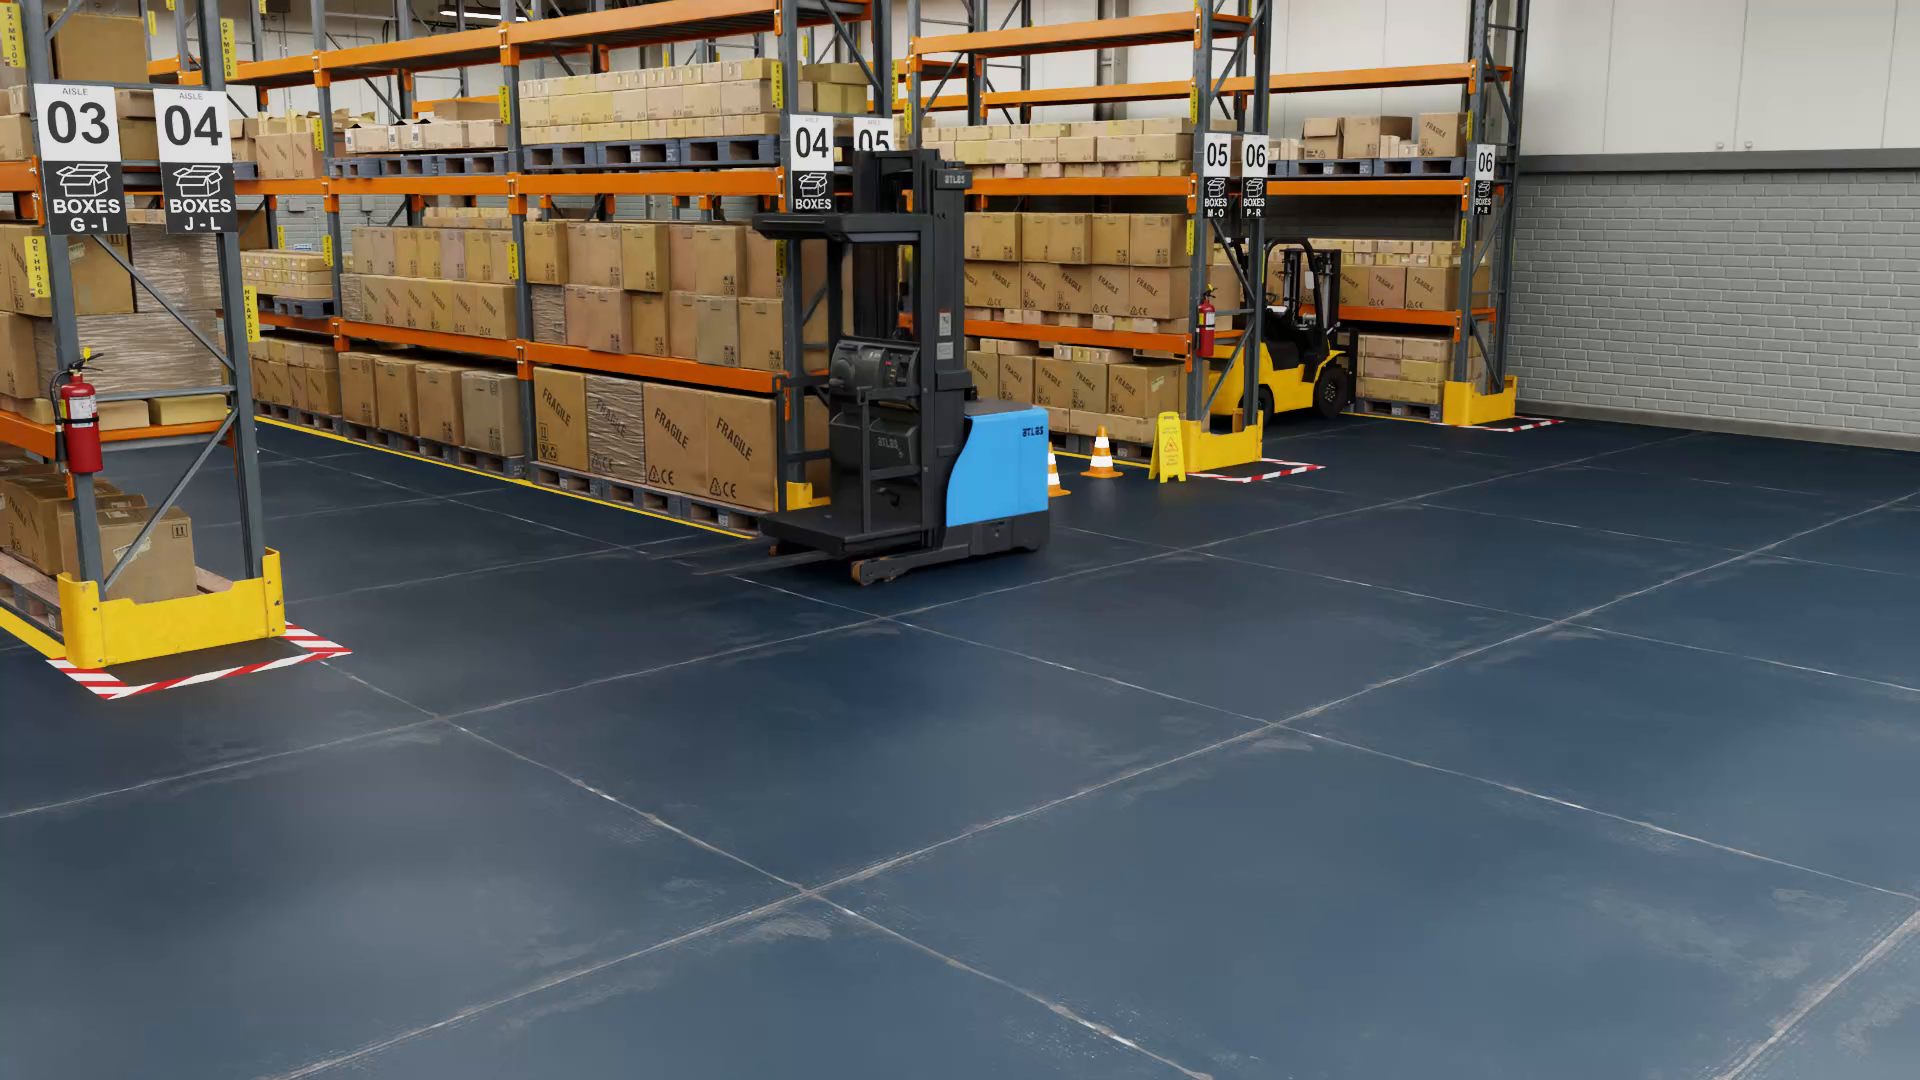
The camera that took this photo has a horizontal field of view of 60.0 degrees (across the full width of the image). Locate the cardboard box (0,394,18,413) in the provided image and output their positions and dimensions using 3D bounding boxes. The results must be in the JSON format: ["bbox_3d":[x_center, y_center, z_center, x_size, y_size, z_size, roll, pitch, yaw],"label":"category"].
[{"bbox_3d":[-5.798,-0.900,10.470,0.380,0.149,0.250,-11,16,-43],"label":"cardboard box"}]

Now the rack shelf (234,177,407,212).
[{"bbox_3d":[-7.826,-4.083,19.645,1.077,0.370,4.000,-11,16,-43],"label":"rack shelf"}]

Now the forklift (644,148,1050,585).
[{"bbox_3d":[-0.768,-1.244,11.687,3.031,2.935,1.130,-10,15,-40],"label":"forklift"}]

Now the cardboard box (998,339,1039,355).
[{"bbox_3d":[0.628,-2.075,17.857,0.380,0.149,0.250,-10,15,-39],"label":"cardboard box"}]

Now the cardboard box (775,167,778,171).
[{"bbox_3d":[-1.860,-4.680,20.504,0.797,0.503,0.637,-11,16,-43],"label":"cardboard box"}]

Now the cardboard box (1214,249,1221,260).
[{"bbox_3d":[3.446,-3.771,21.925,0.380,0.149,0.250,-11,16,-43],"label":"cardboard box"}]

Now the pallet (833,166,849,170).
[{"bbox_3d":[-1.239,-4.428,20.003,1.213,0.211,1.003,-11,16,-43],"label":"pallet"}]

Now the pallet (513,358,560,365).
[{"bbox_3d":[-6.165,-2.719,25.585,1.003,0.211,1.213,-11,16,-43],"label":"pallet"}]

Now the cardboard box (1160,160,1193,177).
[{"bbox_3d":[2.142,-3.571,15.997,0.380,0.149,0.250,-11,16,-42],"label":"cardboard box"}]

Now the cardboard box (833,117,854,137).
[{"bbox_3d":[-0.925,-3.202,12.921,0.380,0.149,0.250,-11,16,-42],"label":"cardboard box"}]

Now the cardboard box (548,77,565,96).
[{"bbox_3d":[-3.325,-3.907,14.368,0.380,0.149,0.250,-11,16,-43],"label":"cardboard box"}]

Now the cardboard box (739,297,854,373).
[{"bbox_3d":[-1.209,-1.628,13.009,0.875,0.550,0.550,-11,16,-43],"label":"cardboard box"}]

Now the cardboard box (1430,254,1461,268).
[{"bbox_3d":[5.736,-3.282,19.552,0.380,0.149,0.250,-11,16,-42],"label":"cardboard box"}]

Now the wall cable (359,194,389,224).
[{"bbox_3d":[-11.352,-6.063,32.389,0.588,1.984,0.122,-11,16,-43],"label":"wall cable"}]

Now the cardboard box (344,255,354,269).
[{"bbox_3d":[-6.811,-3.182,19.028,0.250,0.149,0.380,11,16,44],"label":"cardboard box"}]

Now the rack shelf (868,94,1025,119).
[{"bbox_3d":[-0.728,-6.753,26.163,1.077,0.370,4.000,-11,16,-43],"label":"rack shelf"}]

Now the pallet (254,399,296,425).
[{"bbox_3d":[-7.821,-1.601,20.158,1.003,0.211,1.213,-11,16,-43],"label":"pallet"}]

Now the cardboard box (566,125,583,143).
[{"bbox_3d":[-3.152,-3.480,14.270,0.380,0.149,0.250,-11,16,-43],"label":"cardboard box"}]

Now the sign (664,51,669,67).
[{"bbox_3d":[-5.264,-8.598,29.831,0.100,0.325,0.005,-11,16,-43],"label":"sign"}]

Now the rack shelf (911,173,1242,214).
[{"bbox_3d":[1.209,-3.620,17.398,1.077,0.370,4.000,-11,16,-43],"label":"rack shelf"}]

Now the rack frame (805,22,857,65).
[{"bbox_3d":[-2.109,-7.593,27.466,1.000,3.000,0.127,-11,16,-43],"label":"rack frame"}]

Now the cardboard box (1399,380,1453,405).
[{"bbox_3d":[5.625,-1.787,19.925,0.500,0.250,0.500,-11,16,-42],"label":"cardboard box"}]

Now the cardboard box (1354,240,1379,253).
[{"bbox_3d":[5.007,-3.574,20.234,0.380,0.149,0.250,-10,16,-41],"label":"cardboard box"}]

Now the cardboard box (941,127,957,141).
[{"bbox_3d":[0.010,-4.406,18.079,0.380,0.149,0.250,-10,15,-41],"label":"cardboard box"}]

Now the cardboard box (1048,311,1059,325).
[{"bbox_3d":[1.136,-2.339,17.453,0.380,0.149,0.250,-11,16,-43],"label":"cardboard box"}]

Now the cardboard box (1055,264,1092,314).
[{"bbox_3d":[1.331,-2.594,17.084,0.500,0.500,0.500,-11,16,-43],"label":"cardboard box"}]

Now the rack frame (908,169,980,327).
[{"bbox_3d":[-0.172,-2.795,19.045,1.000,3.000,0.127,-11,16,-43],"label":"rack frame"}]

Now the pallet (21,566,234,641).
[{"bbox_3d":[-5.165,0.401,10.443,1.003,0.211,1.213,-11,16,-43],"label":"pallet"}]

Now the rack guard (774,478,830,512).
[{"bbox_3d":[-0.903,-0.279,13.027,1.175,0.500,0.348,-11,16,-43],"label":"rack guard"}]

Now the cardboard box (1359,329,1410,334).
[{"bbox_3d":[5.298,-2.496,20.887,0.500,0.250,0.500,-11,16,-43],"label":"cardboard box"}]

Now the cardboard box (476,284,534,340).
[{"bbox_3d":[-4.236,-2.178,15.804,0.500,0.500,0.500,-11,16,-43],"label":"cardboard box"}]

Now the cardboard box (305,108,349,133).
[{"bbox_3d":[-6.912,-4.590,18.179,0.396,0.266,0.258,-11,16,-43],"label":"cardboard box"}]

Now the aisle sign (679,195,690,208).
[{"bbox_3d":[-5.131,-6.481,30.493,0.394,0.787,0.004,-11,16,-43],"label":"aisle sign"}]

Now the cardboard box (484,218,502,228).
[{"bbox_3d":[-6.925,-4.680,25.467,0.500,0.500,0.500,-11,16,-42],"label":"cardboard box"}]

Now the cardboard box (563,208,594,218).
[{"bbox_3d":[-5.727,-4.901,24.934,0.380,0.149,0.250,-11,16,-43],"label":"cardboard box"}]

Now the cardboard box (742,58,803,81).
[{"bbox_3d":[-1.398,-3.500,12.390,0.380,0.149,0.250,-11,16,-42],"label":"cardboard box"}]

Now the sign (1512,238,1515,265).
[{"bbox_3d":[6.584,-3.443,19.847,0.100,0.325,0.005,-11,16,-43],"label":"sign"}]

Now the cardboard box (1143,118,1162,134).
[{"bbox_3d":[1.993,-3.999,16.102,0.380,0.149,0.250,-11,16,-42],"label":"cardboard box"}]

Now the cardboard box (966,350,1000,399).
[{"bbox_3d":[0.419,-1.821,18.232,0.500,0.500,0.500,-10,15,-40],"label":"cardboard box"}]

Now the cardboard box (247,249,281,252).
[{"bbox_3d":[-8.788,-3.601,21.063,0.380,0.149,0.250,-10,15,-40],"label":"cardboard box"}]

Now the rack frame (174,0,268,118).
[{"bbox_3d":[-9.207,-6.196,20.687,1.000,3.000,0.127,-11,16,-43],"label":"rack frame"}]

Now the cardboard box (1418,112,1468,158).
[{"bbox_3d":[5.696,-4.707,19.355,0.500,0.500,0.500,-10,15,-41],"label":"cardboard box"}]

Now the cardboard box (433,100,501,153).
[{"bbox_3d":[-5.041,-4.232,17.051,0.500,0.500,0.500,-11,16,-43],"label":"cardboard box"}]

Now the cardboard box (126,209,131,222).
[{"bbox_3d":[-11.155,-4.272,22.750,0.500,0.500,0.500,-11,16,-44],"label":"cardboard box"}]

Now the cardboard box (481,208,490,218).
[{"bbox_3d":[-7.157,-5.049,25.650,0.380,0.149,0.250,-11,16,-43],"label":"cardboard box"}]

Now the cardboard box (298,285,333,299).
[{"bbox_3d":[-7.117,-2.765,18.480,0.380,0.149,0.250,-11,16,-42],"label":"cardboard box"}]

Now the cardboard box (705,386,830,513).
[{"bbox_3d":[-1.436,-0.762,13.399,0.875,0.875,0.875,-11,16,-42],"label":"cardboard box"}]

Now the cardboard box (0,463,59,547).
[{"bbox_3d":[-6.691,-0.249,11.841,0.500,0.500,0.500,-5,13,-25],"label":"cardboard box"}]

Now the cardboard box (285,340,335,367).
[{"bbox_3d":[-7.463,-2.158,19.250,0.500,0.250,0.500,-11,16,-42],"label":"cardboard box"}]

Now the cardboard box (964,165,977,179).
[{"bbox_3d":[0.258,-3.995,18.057,0.380,0.149,0.250,-11,16,-43],"label":"cardboard box"}]
